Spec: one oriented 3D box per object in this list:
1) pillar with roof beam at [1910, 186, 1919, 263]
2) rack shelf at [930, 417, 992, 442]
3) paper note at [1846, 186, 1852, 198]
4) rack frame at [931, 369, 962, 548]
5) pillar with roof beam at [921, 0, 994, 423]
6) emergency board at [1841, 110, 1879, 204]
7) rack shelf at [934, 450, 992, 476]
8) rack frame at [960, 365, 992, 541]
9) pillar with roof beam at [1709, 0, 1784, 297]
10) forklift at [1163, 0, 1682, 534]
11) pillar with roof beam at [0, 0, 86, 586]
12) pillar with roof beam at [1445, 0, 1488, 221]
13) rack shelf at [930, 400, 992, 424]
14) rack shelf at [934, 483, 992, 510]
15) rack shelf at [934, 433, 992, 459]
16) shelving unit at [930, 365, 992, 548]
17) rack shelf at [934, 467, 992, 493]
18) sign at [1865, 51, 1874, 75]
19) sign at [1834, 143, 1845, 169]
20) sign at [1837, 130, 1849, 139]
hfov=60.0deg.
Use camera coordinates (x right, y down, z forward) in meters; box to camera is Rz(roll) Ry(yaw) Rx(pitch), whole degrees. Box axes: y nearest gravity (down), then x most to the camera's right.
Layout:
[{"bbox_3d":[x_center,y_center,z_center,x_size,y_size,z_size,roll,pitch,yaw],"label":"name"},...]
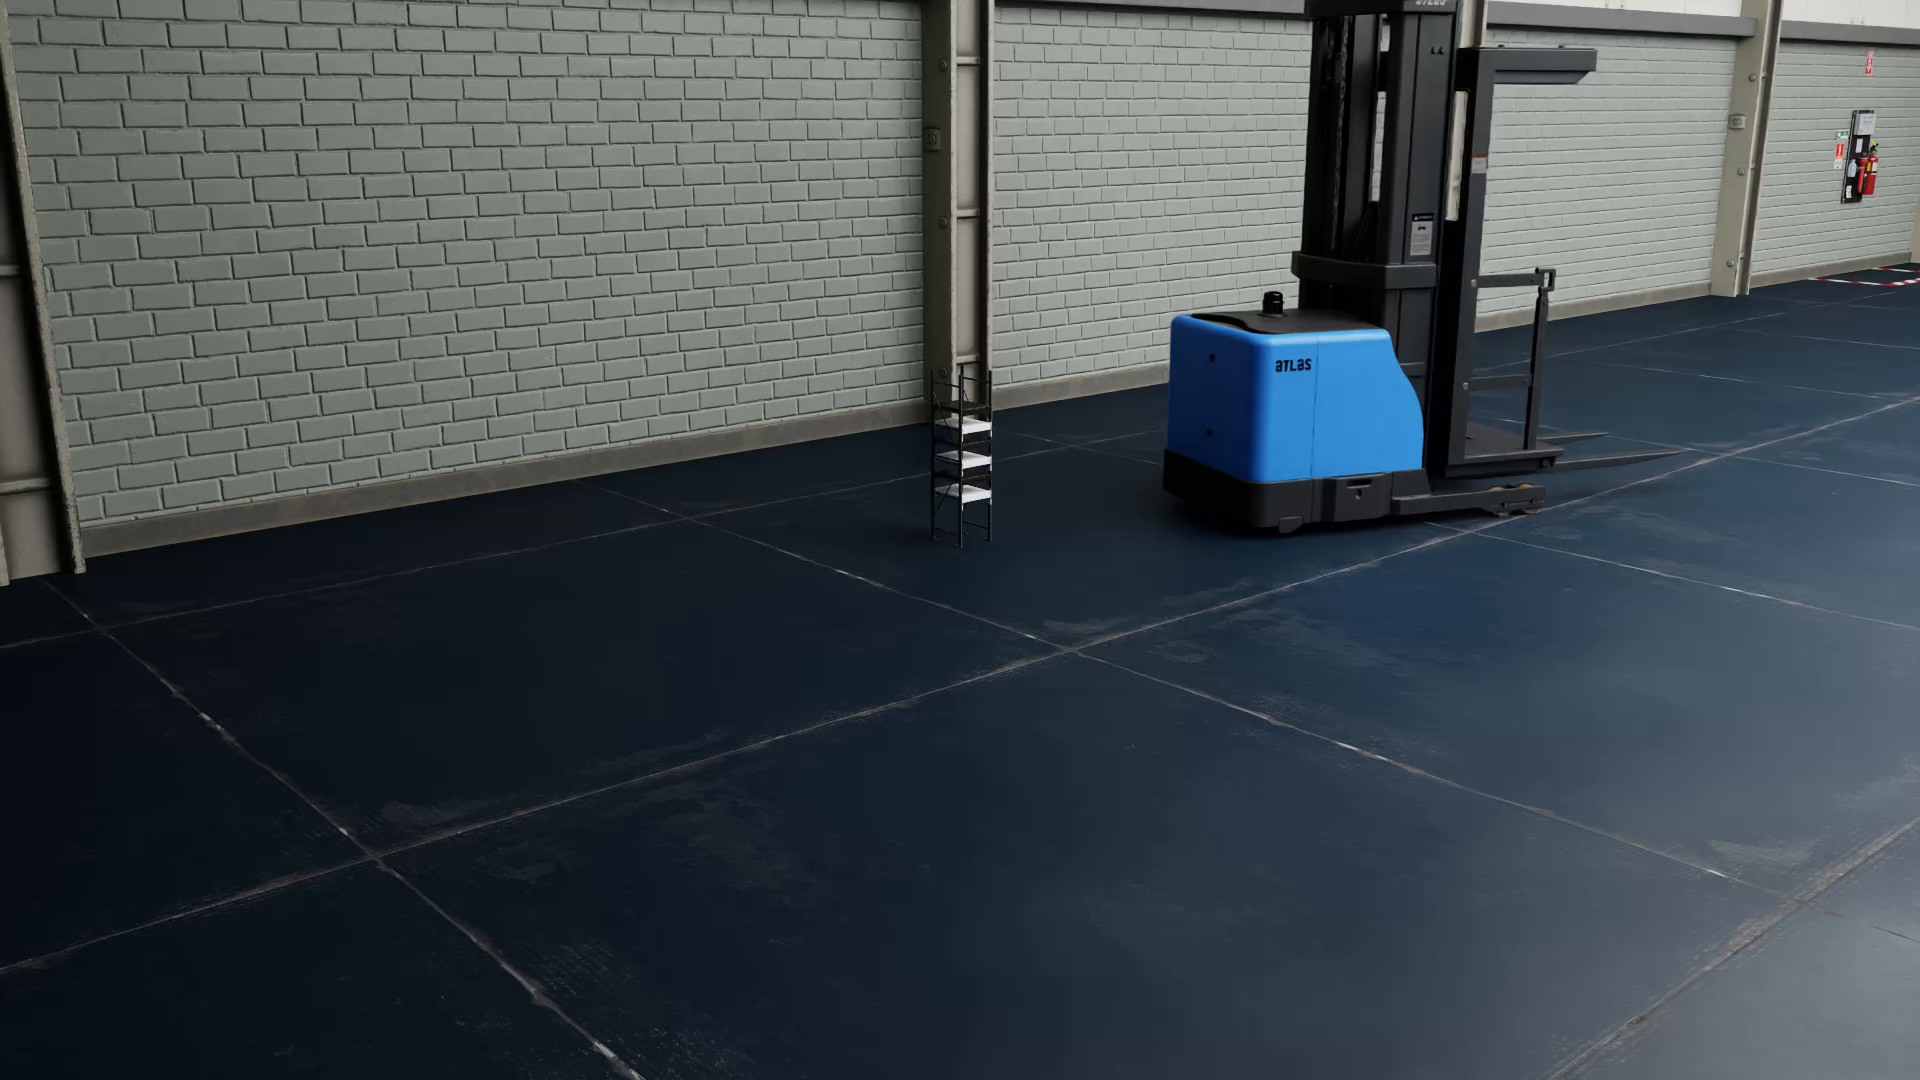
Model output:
[{"bbox_3d":[16.391,-7.416,19.075,0.400,9.000,9.100,-13,19,-39],"label":"pillar with roof beam"},{"bbox_3d":[0.006,-0.578,8.601,0.200,0.077,0.258,-13,20,-39],"label":"rack shelf"},{"bbox_3d":[11.497,-4.502,21.499,0.142,0.148,0.016,-13,19,-39],"label":"paper note"},{"bbox_3d":[-0.071,-0.419,8.575,0.006,0.900,0.240,-13,20,-39],"label":"rack frame"},{"bbox_3d":[2.812,-4.366,7.659,0.400,9.000,9.100,-13,19,-39],"label":"pillar with roof beam"},{"bbox_3d":[11.676,-4.944,21.447,0.643,1.169,0.194,-13,19,-39],"label":"emergency board"},{"bbox_3d":[0.006,-0.404,8.648,0.200,0.077,0.258,-13,20,-39],"label":"rack shelf"},{"bbox_3d":[0.083,-0.453,8.703,0.006,0.900,0.240,-13,20,-39],"label":"rack frame"},{"bbox_3d":[11.865,-6.399,15.269,0.400,9.000,9.100,-13,19,-39],"label":"pillar with roof beam"},{"bbox_3d":[2.740,-1.665,9.305,3.031,2.935,1.130,-5,16,-20],"label":"forklift"},{"bbox_3d":[-1.714,-3.350,3.854,0.400,9.000,9.100,-13,19,-39],"label":"pillar with roof beam"},{"bbox_3d":[7.338,-5.383,11.464,0.400,9.000,9.100,-13,19,-39],"label":"pillar with roof beam"},{"bbox_3d":[0.006,-0.665,8.578,0.200,0.077,0.258,-13,20,-39],"label":"rack shelf"},{"bbox_3d":[0.006,-0.230,8.694,0.200,0.077,0.258,-13,20,-39],"label":"rack shelf"},{"bbox_3d":[0.006,-0.491,8.624,0.200,0.077,0.258,-13,20,-39],"label":"rack shelf"},{"bbox_3d":[0.006,-0.436,8.639,0.210,0.900,0.258,-13,20,-39],"label":"shelving unit"},{"bbox_3d":[0.006,-0.317,8.671,0.200,0.077,0.258,-13,20,-39],"label":"rack shelf"},{"bbox_3d":[11.604,-6.082,21.215,0.199,0.298,0.001,-13,19,-39],"label":"sign"},{"bbox_3d":[11.191,-4.888,21.167,0.234,0.329,0.001,-13,19,-39],"label":"sign"},{"bbox_3d":[11.200,-5.143,21.095,0.331,0.109,0.001,-13,19,-39],"label":"sign"}]
